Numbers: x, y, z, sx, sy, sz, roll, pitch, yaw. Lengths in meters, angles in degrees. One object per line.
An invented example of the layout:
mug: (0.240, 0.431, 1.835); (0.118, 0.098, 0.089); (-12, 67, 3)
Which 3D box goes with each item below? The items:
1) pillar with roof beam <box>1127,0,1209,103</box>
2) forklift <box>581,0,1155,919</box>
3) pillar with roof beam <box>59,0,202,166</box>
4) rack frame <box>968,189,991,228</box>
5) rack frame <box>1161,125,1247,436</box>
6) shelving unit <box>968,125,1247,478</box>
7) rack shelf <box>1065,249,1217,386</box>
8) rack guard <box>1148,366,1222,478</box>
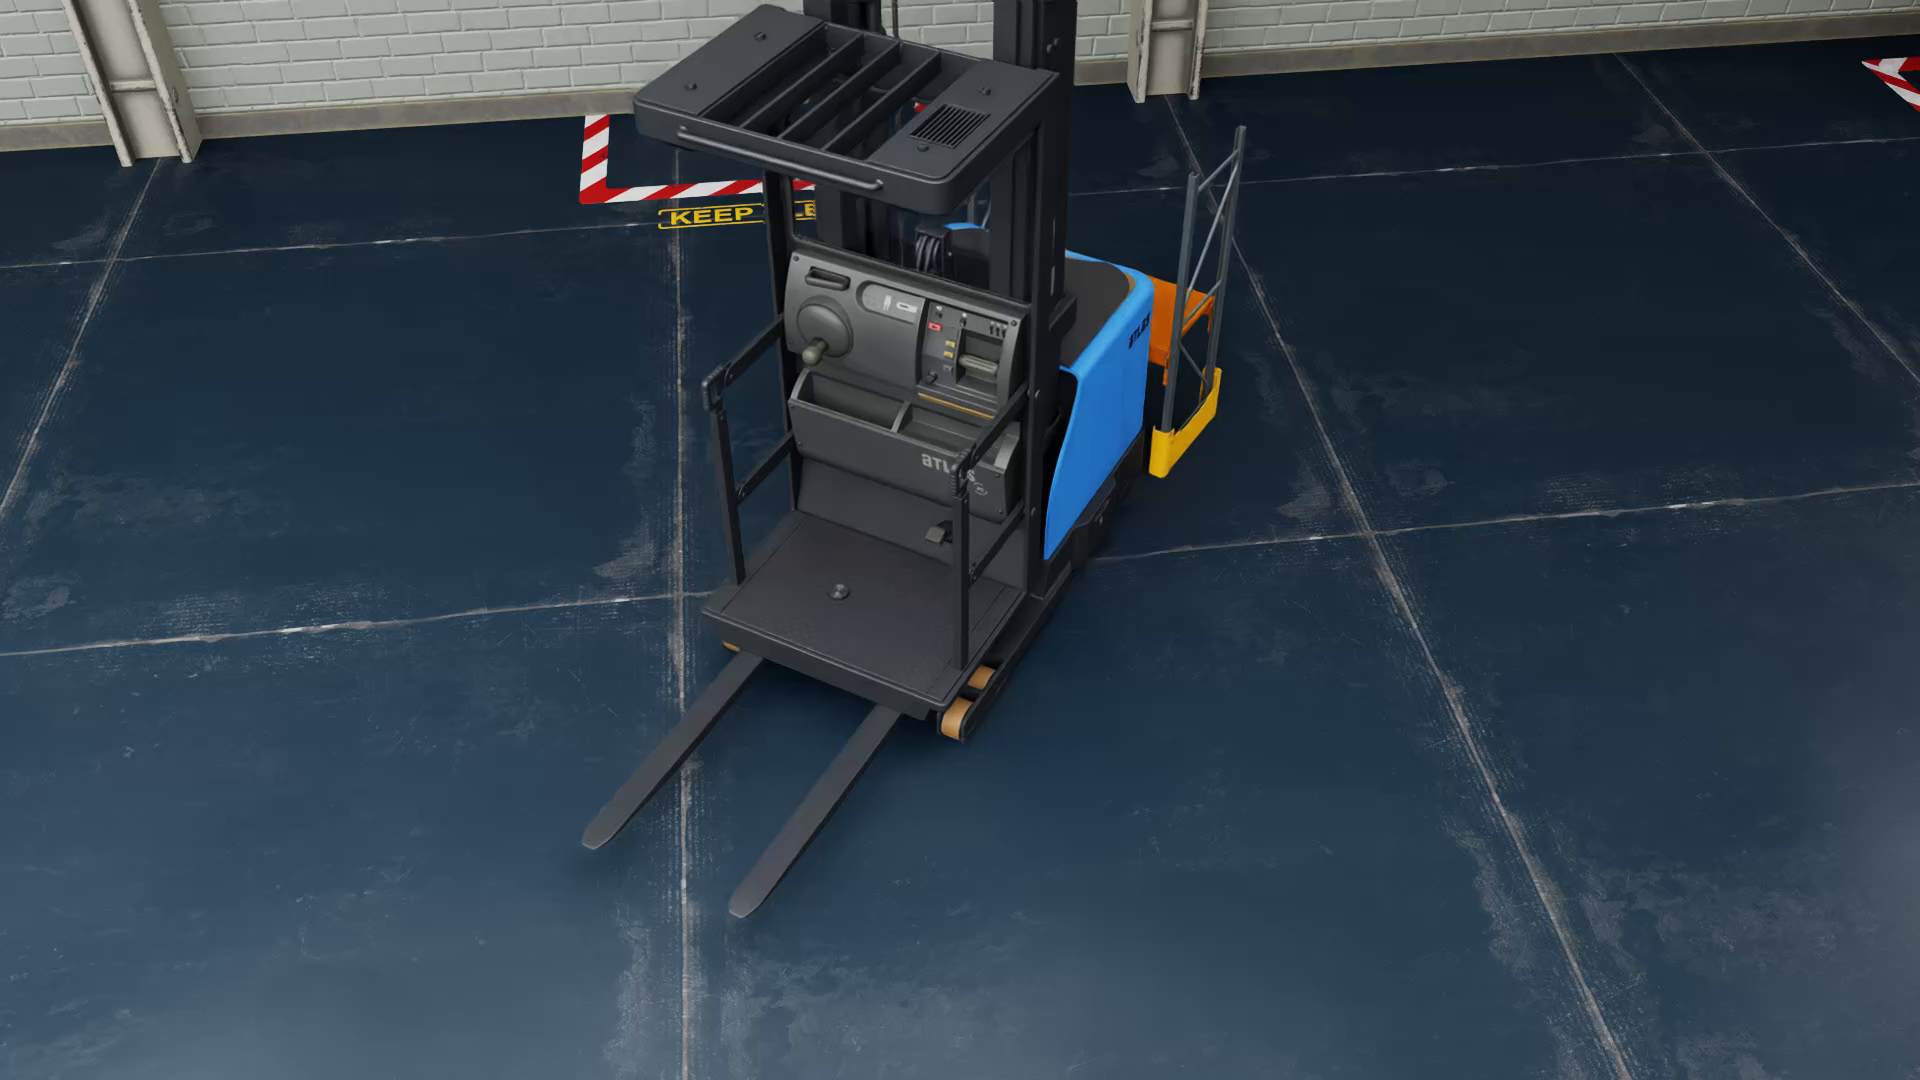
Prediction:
pillar with roof beam: (1.817, -3.292, 4.181); (0.400, 9.000, 9.100); (-5, 42, -6)
forklift: (-0.312, -0.666, 5.800); (1.130, 2.935, 3.031); (19, 46, 20)
pillar with roof beam: (-4.132, -2.770, 3.603); (0.400, 9.000, 9.100); (-5, 42, -6)
rack frame: (0.177, -1.374, 7.647); (0.032, 1.500, 0.500); (22, 46, 23)
rack frame: (1.045, -1.020, 7.255); (0.032, 1.500, 0.500); (22, 46, 23)
shelving unit: (0.619, -1.194, 7.447); (1.083, 1.500, 0.587); (22, 46, 23)
rack shelf: (0.610, -1.062, 7.570); (1.000, 0.185, 0.538); (22, 46, 23)
rack guard: (1.040, -0.551, 7.669); (0.087, 0.250, 0.587); (22, 46, 23)
